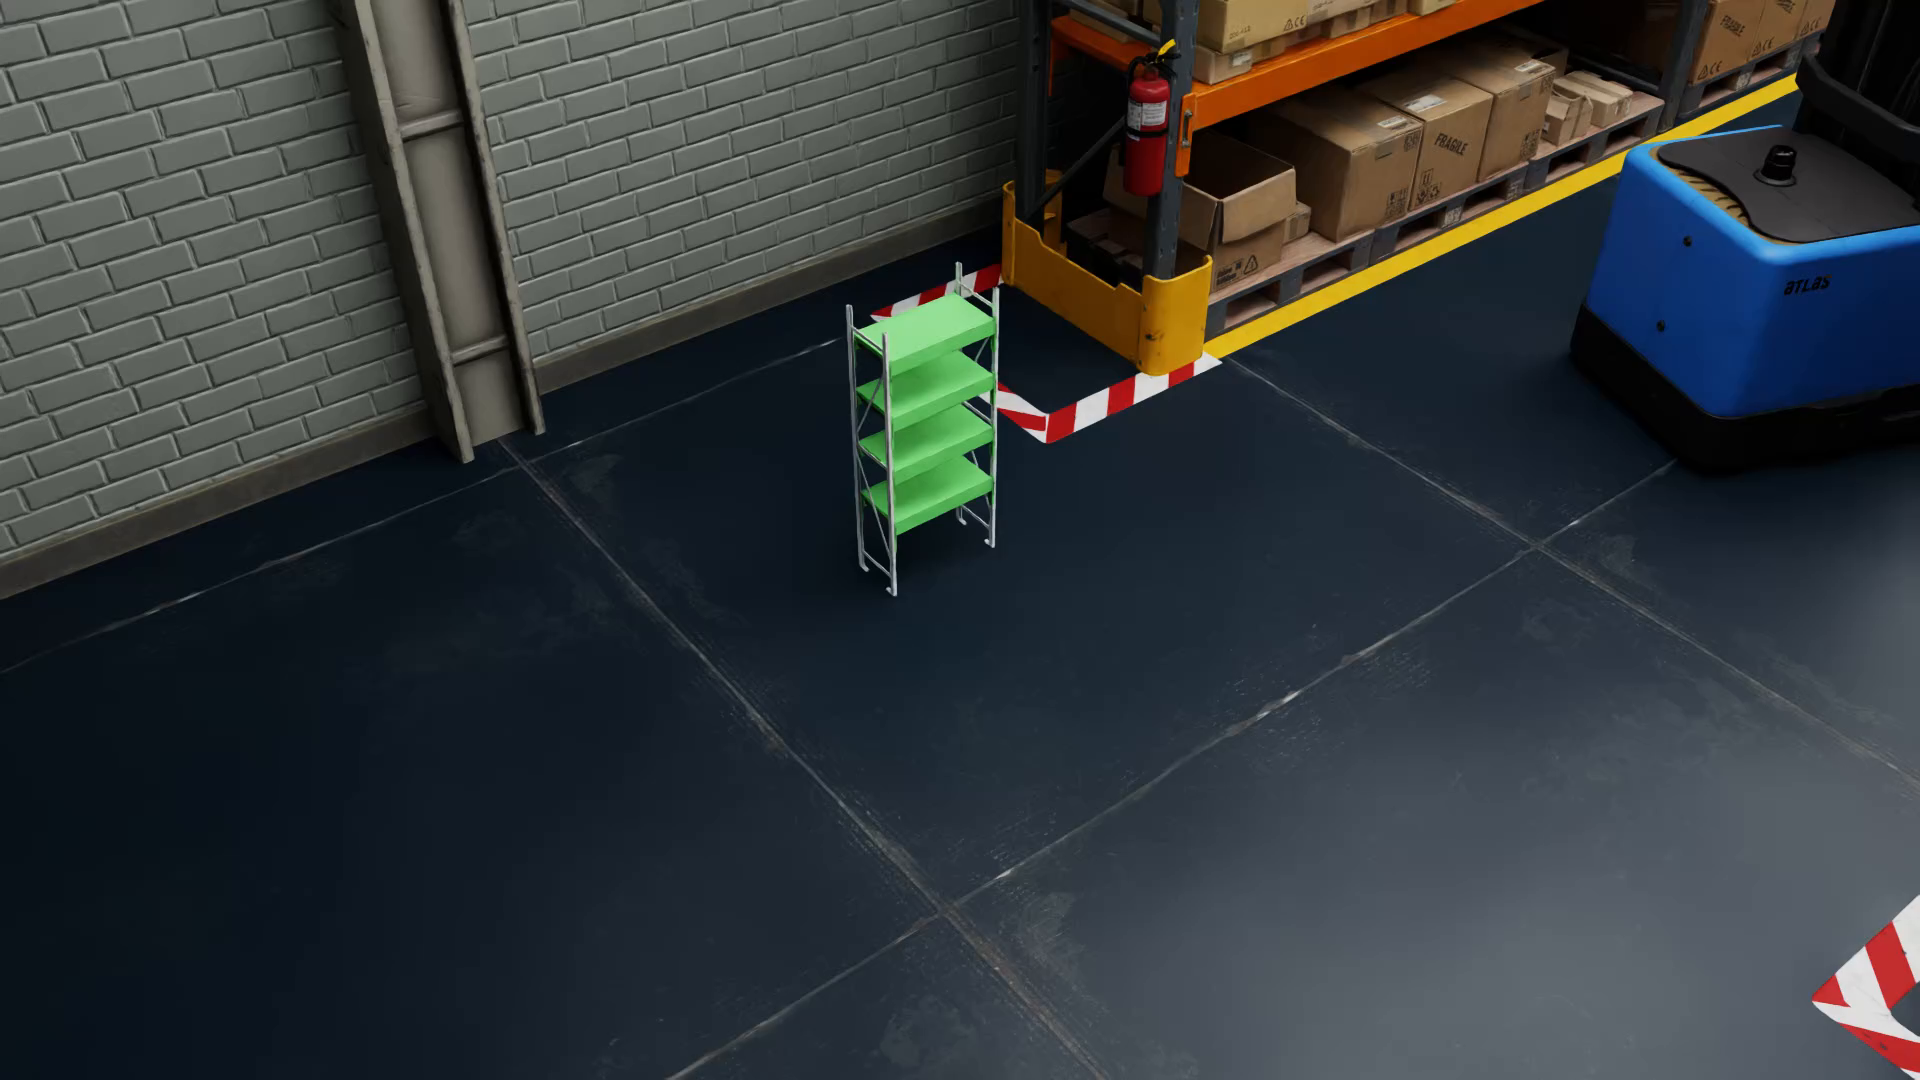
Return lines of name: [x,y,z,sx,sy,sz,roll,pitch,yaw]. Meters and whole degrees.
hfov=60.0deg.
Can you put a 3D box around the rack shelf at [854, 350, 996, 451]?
rack shelf: [-0.131,-0.536,6.180,0.480,0.148,0.258,-26,46,-28]

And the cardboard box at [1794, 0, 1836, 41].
cardboard box: [5.120,-3.446,10.225,0.500,0.500,0.500,-27,47,-29]

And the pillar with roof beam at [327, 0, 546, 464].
pillar with roof beam: [0.550,-1.794,1.842,0.400,9.000,9.100,-26,46,-28]

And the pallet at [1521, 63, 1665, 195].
pallet: [3.240,-2.431,9.548,1.213,0.211,1.003,-26,46,-28]

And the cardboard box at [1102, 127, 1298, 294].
cardboard box: [1.156,-1.615,7.990,0.637,0.503,0.797,-28,47,-30]

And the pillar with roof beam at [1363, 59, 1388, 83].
pillar with roof beam: [5.307,-4.113,4.669,0.400,9.000,9.100,-26,46,-28]

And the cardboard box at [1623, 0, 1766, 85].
cardboard box: [4.306,-3.044,9.736,0.500,0.500,0.500,-24,45,-26]

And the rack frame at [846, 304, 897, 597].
rack frame: [-0.325,-0.306,6.176,0.015,1.200,0.240,-26,46,-28]

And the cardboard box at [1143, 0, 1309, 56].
cardboard box: [1.138,-2.326,7.103,0.500,0.250,0.500,-26,46,-28]

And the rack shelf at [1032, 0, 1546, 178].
rack shelf: [2.199,-2.723,8.272,4.000,0.370,1.077,-26,46,-28]

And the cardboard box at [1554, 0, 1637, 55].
cardboard box: [3.994,-3.309,10.058,0.500,0.500,0.500,-26,46,-28]

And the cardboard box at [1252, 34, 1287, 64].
cardboard box: [1.215,-2.242,7.316,0.250,0.149,0.380,-25,45,-27]

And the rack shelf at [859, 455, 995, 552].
rack shelf: [-0.131,-0.165,6.484,0.480,0.148,0.258,-26,46,-28]

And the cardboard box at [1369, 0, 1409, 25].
cardboard box: [1.847,-2.534,7.671,0.250,0.149,0.380,-25,46,-27]

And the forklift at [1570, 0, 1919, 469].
forklift: [4.410,-1.967,6.836,3.031,2.935,1.130,-11,41,-13]

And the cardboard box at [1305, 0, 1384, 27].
cardboard box: [1.537,-2.520,7.341,0.500,0.250,0.500,-25,46,-28]

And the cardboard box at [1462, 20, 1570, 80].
cardboard box: [3.117,-2.761,9.539,0.500,0.311,0.500,-24,45,-27]

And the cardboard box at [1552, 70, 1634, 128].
cardboard box: [3.522,-2.472,9.315,0.250,0.149,0.380,-27,47,-29]

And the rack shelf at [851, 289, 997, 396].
rack shelf: [-0.131,-0.722,6.028,0.480,0.148,0.258,-26,46,-28]

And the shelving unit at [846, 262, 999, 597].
shelving unit: [-0.131,-0.400,6.291,0.503,1.200,0.258,-26,46,-28]

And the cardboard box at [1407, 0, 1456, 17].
cardboard box: [2.093,-2.593,7.744,0.250,0.149,0.380,-27,47,-29]

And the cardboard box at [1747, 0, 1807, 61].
cardboard box: [4.722,-3.255,9.993,0.500,0.500,0.500,-27,46,-29]

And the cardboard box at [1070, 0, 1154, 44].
cardboard box: [0.713,-2.395,7.502,0.250,0.149,0.380,-27,46,-29]

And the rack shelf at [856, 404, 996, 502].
rack shelf: [-0.131,-0.350,6.332,0.480,0.148,0.258,-26,46,-28]

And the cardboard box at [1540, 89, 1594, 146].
cardboard box: [3.239,-2.379,9.109,0.258,0.266,0.396,-24,45,-27]

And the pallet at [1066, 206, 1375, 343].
pallet: [1.305,-1.488,8.398,1.213,0.211,1.003,-26,46,-28]

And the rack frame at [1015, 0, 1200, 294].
rack frame: [0.614,-2.229,7.102,0.127,3.000,1.000,-26,46,-28]

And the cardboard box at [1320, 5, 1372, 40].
cardboard box: [1.640,-2.428,7.543,0.250,0.149,0.380,-25,45,-27]

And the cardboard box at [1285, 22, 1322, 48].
cardboard box: [1.402,-2.361,7.461,0.250,0.149,0.380,-27,46,-29]

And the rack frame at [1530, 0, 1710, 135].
rack frame: [3.785,-3.775,8.986,0.127,3.000,1.000,-26,46,-28]

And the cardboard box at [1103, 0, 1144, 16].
cardboard box: [0.817,-2.597,7.434,0.500,0.250,0.500,-25,45,-27]

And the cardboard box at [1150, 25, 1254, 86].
cardboard box: [1.041,-2.121,7.168,0.250,0.149,0.380,-26,46,-28]

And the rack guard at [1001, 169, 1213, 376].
rack guard: [0.674,-1.292,7.930,0.348,0.500,1.175,-26,46,-28]

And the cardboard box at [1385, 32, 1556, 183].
cardboard box: [2.681,-2.325,8.859,0.500,0.500,0.700,-28,47,-30]

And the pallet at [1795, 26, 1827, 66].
pallet: [5.375,-3.504,10.855,1.213,0.211,1.003,-26,46,-28]

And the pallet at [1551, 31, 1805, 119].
pallet: [4.407,-3.030,10.277,1.213,0.211,1.003,-26,46,-28]

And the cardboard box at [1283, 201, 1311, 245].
cardboard box: [1.517,-1.622,8.279,0.250,0.149,0.380,-28,47,-30]

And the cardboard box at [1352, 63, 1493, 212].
cardboard box: [2.338,-2.078,8.558,0.500,0.500,0.500,-25,46,-27]

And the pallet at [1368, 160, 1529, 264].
pallet: [2.272,-1.957,8.970,1.213,0.211,1.003,-26,46,-28]

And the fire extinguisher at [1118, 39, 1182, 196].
fire extinguisher: [0.779,-1.765,6.892,0.183,0.674,0.296,-26,46,-28]

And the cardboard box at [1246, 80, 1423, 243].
cardboard box: [1.858,-1.924,8.370,0.500,0.500,0.700,-24,45,-26]

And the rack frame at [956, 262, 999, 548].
rack frame: [0.062,-0.494,6.406,0.015,1.200,0.240,-26,46,-28]
